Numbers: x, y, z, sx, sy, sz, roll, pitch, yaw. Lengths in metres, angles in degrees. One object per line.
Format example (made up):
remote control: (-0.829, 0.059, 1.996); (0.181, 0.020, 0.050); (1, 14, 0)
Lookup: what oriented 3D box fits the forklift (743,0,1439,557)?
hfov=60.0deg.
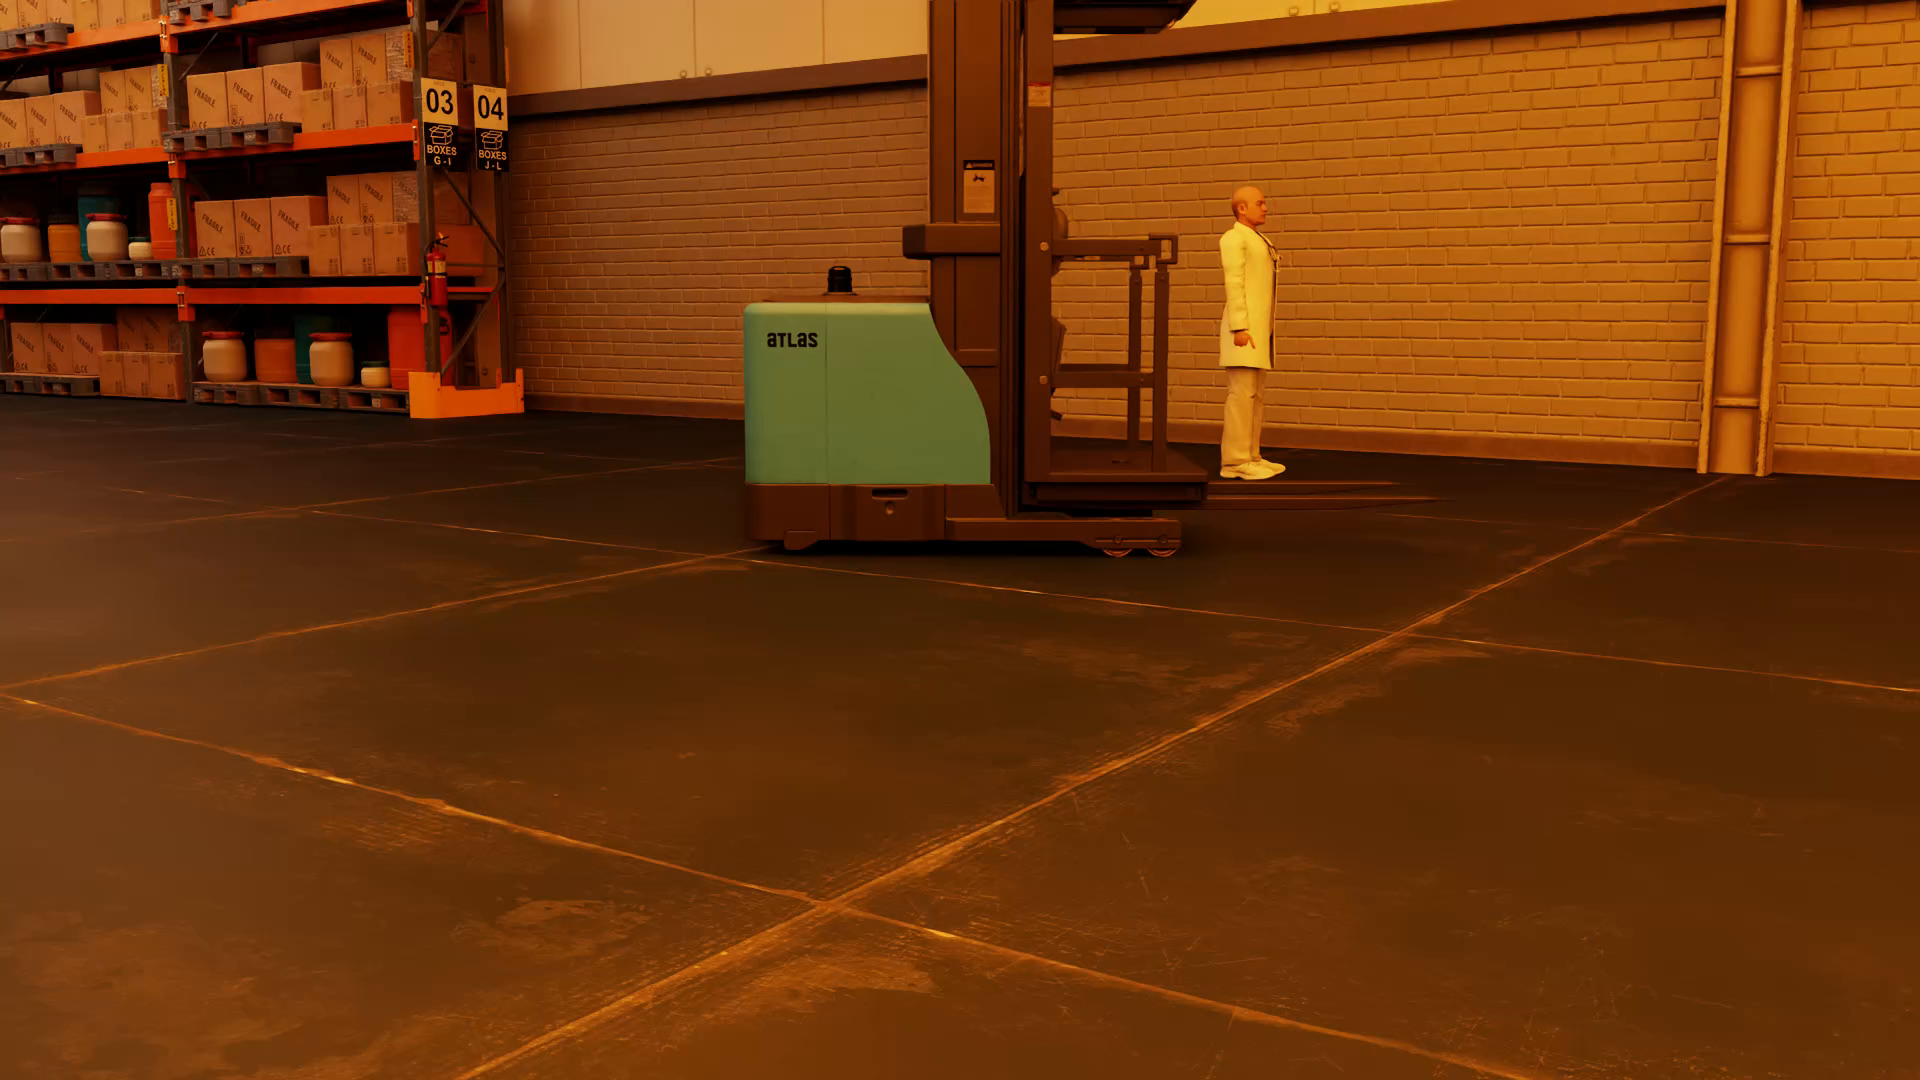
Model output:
forklift: (0.579, -1.453, 7.412); (3.031, 2.935, 1.130); (0, 8, 0)

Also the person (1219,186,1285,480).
person: (1.826, -1.282, 10.296); (0.392, 1.782, 0.551); (3, 9, 23)
